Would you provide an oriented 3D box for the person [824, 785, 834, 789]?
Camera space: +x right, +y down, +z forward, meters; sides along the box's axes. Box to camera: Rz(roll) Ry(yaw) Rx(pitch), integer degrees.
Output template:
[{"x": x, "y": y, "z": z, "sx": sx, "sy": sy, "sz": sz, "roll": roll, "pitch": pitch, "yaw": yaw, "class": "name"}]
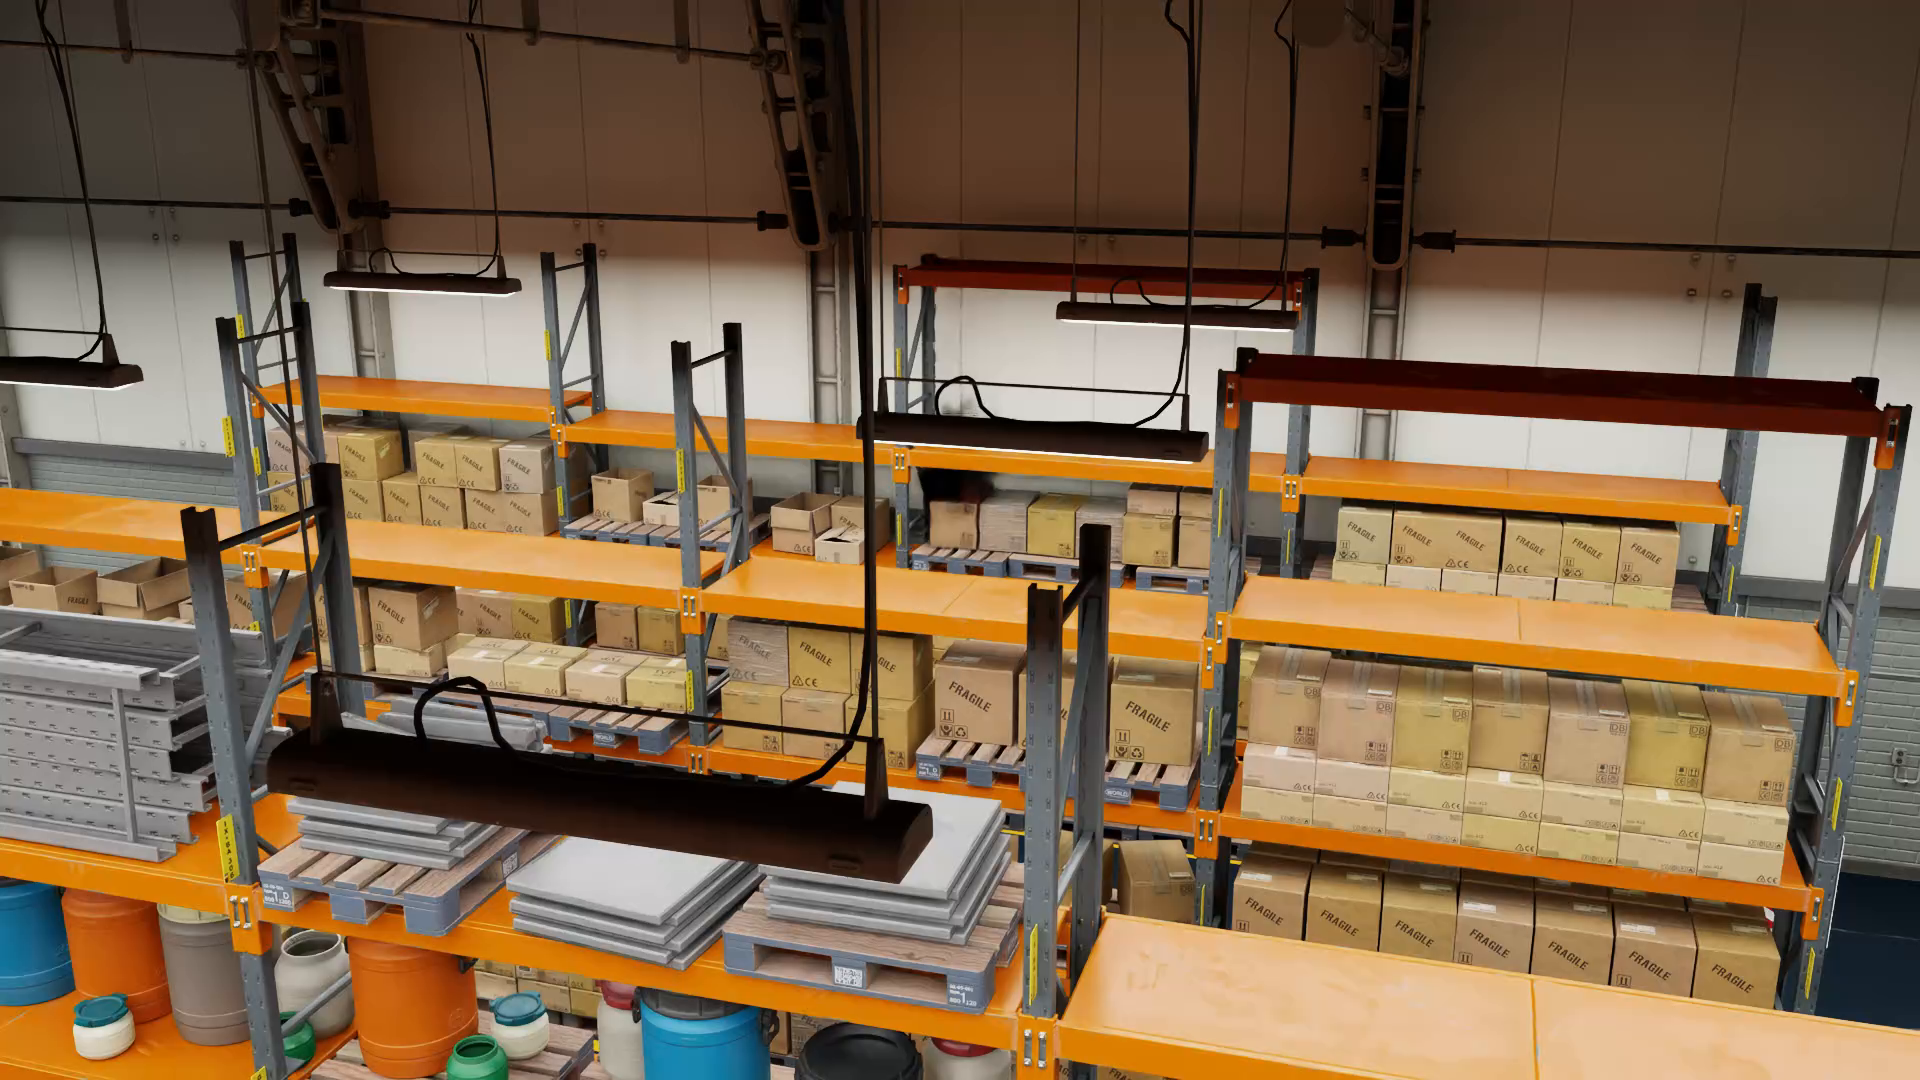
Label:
[{"x": -1.174, "y": 2.854, "z": 15.941, "sx": 0.559, "sy": 1.595, "sz": 0.608, "roll": 5, "pitch": 17, "yaw": 17, "class": "person"}]
